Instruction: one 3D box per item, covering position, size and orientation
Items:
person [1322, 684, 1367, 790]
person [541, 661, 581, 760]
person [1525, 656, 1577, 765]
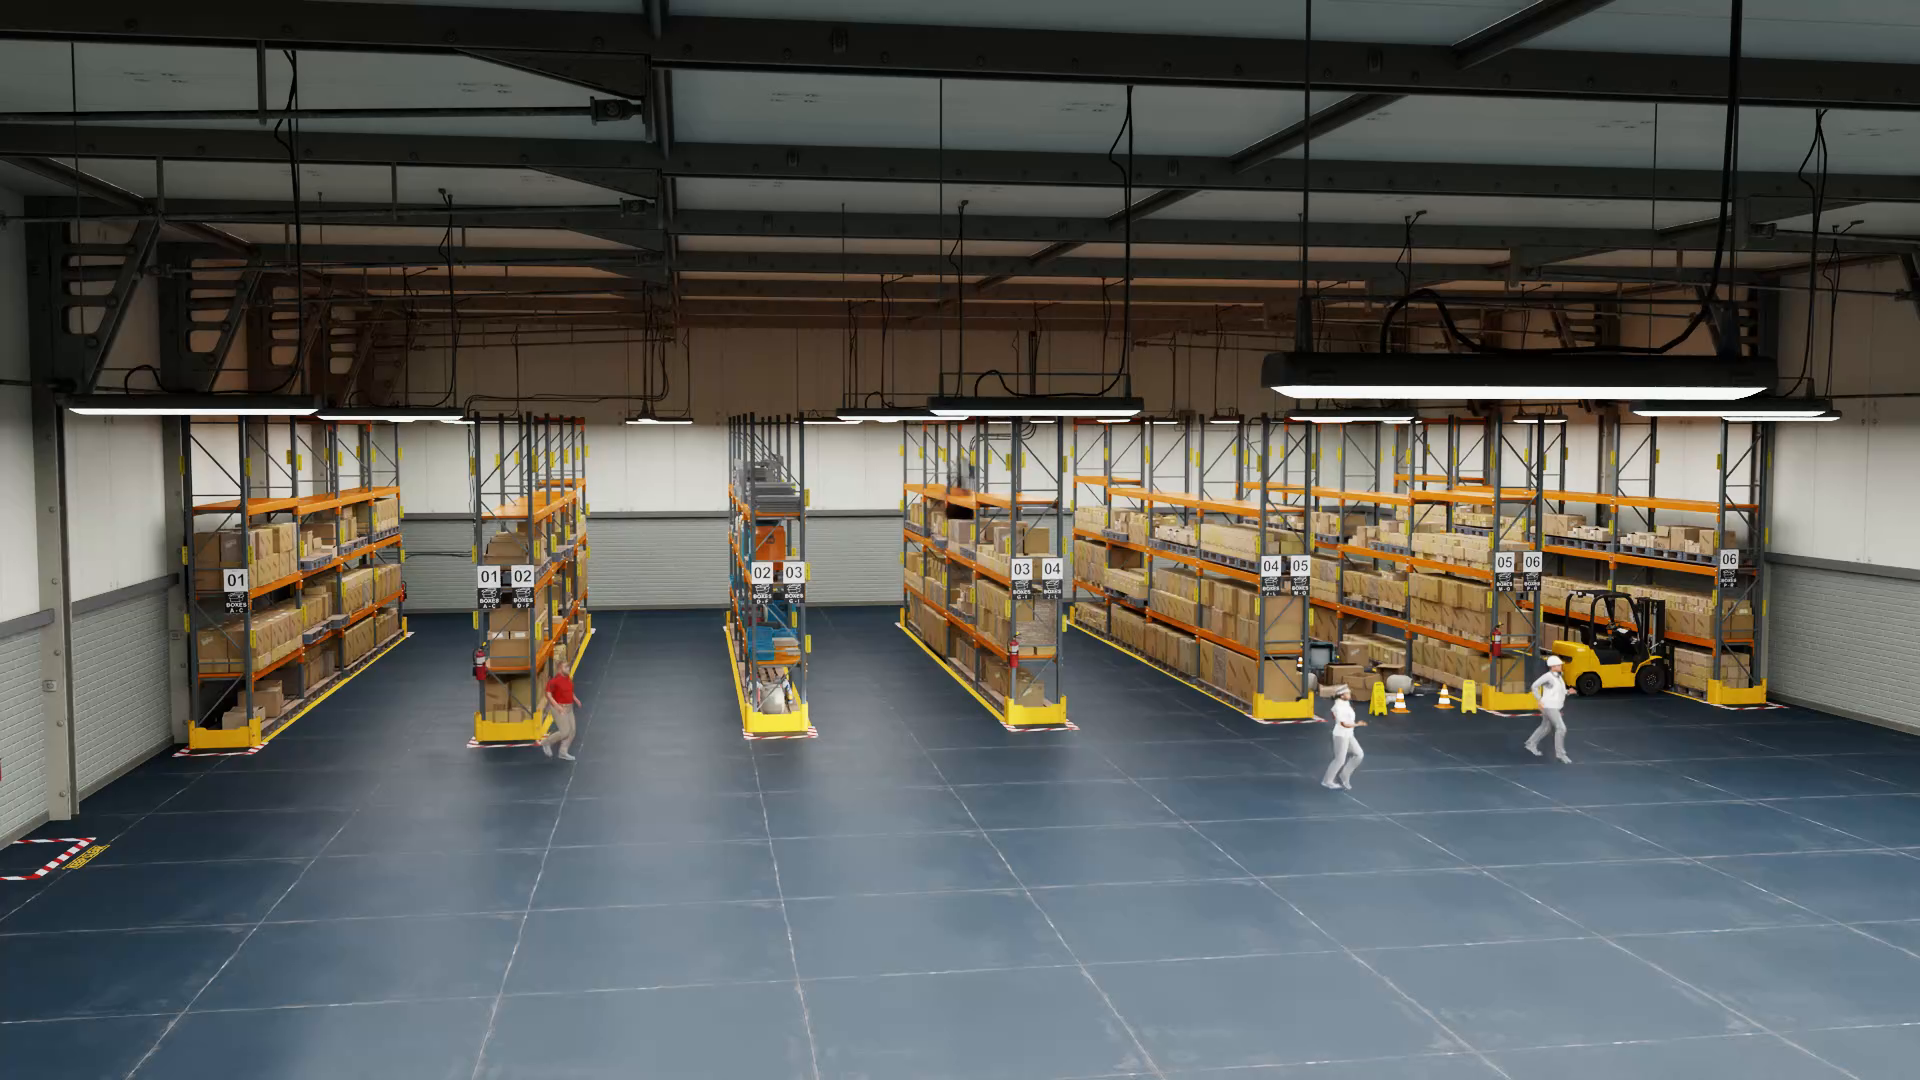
[{"bbox_3d":[6.054,3.101,26.144,0.688,1.706,0.542,2,4,26],"label":"person"},{"bbox_3d":[-6.875,2.936,28.668,0.581,1.704,0.683,1,4,17],"label":"person"},{"bbox_3d":[10.112,2.891,28.472,0.869,1.824,0.627,3,5,36],"label":"person"}]
